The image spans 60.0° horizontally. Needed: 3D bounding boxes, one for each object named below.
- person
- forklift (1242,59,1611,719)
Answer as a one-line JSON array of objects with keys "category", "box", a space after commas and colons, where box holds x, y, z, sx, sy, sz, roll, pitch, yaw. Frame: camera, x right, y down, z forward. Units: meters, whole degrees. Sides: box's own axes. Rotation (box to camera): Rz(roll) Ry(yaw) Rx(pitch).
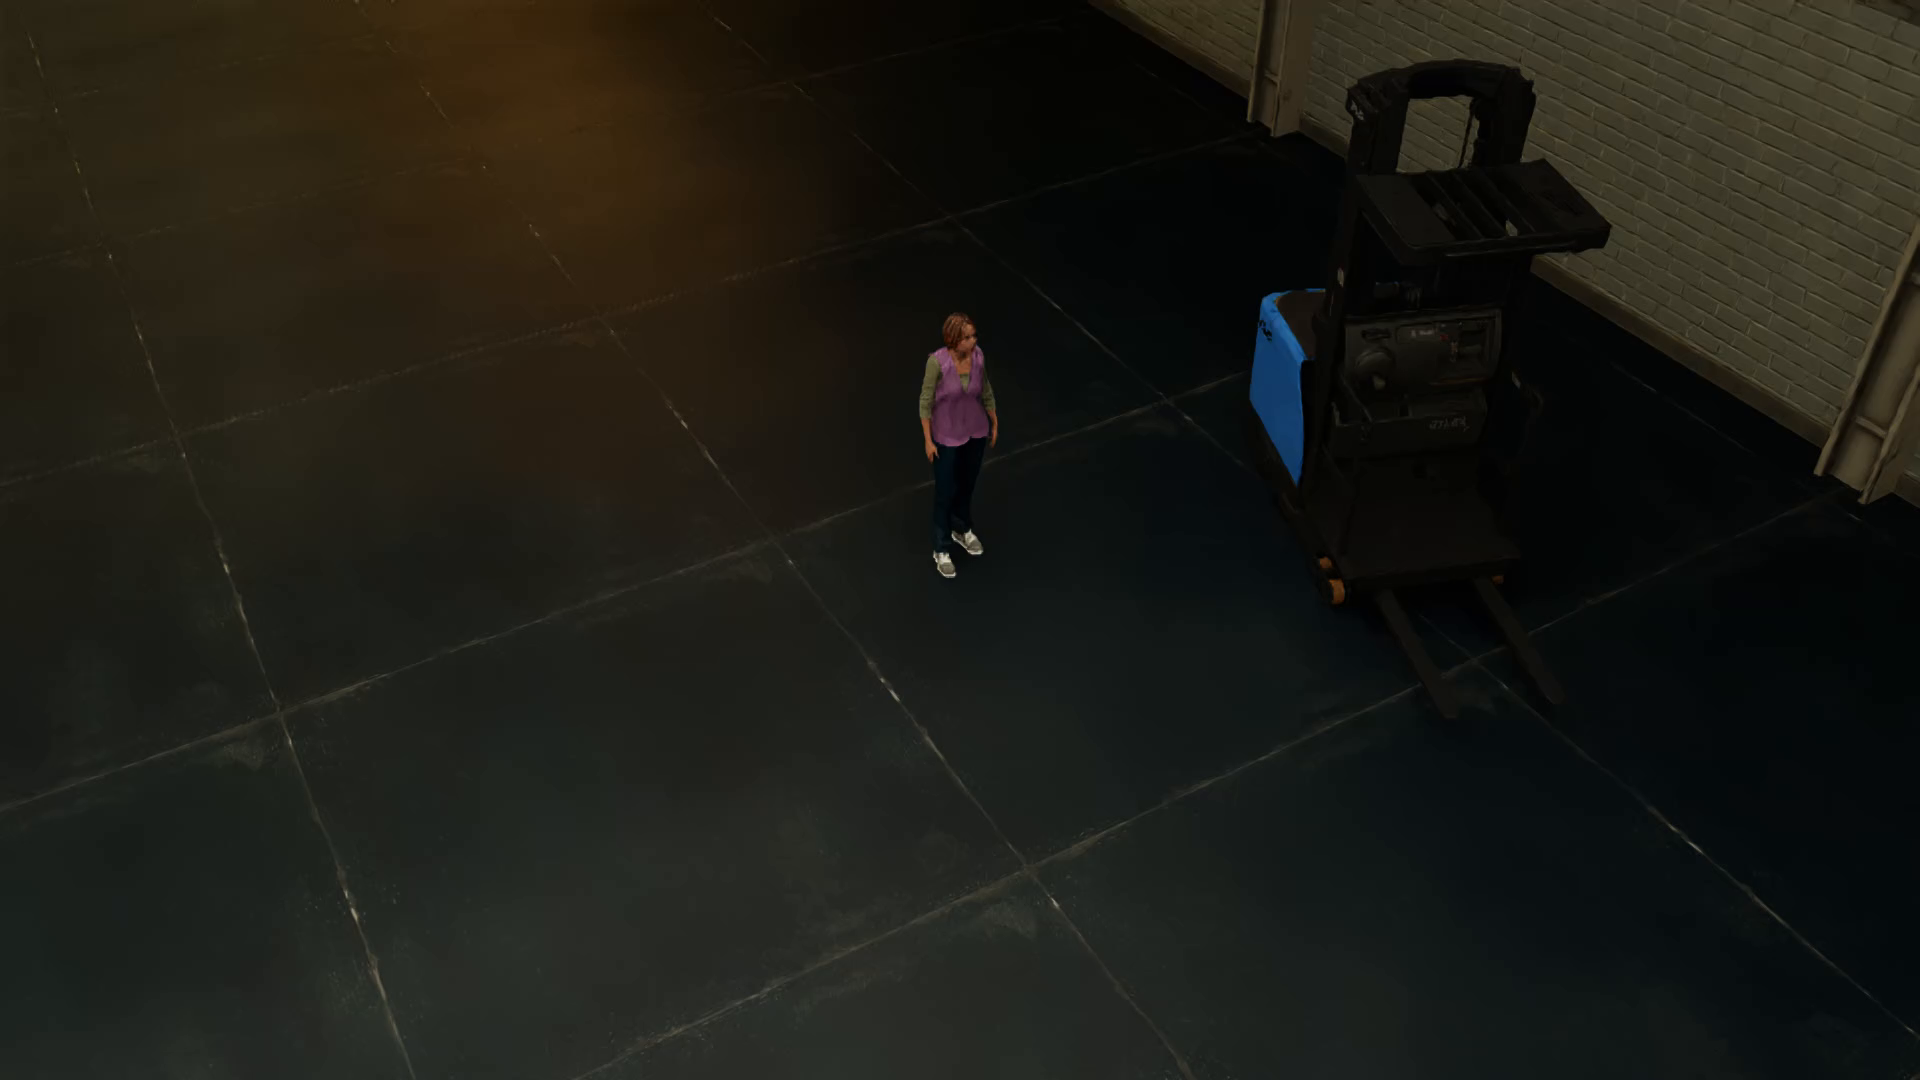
[{"category": "person", "box": [0.025, -0.575, 9.763, 0.520, 1.597, 0.474, -20, 44, -23]}, {"category": "forklift", "box": [2.657, -0.996, 9.237, 1.130, 2.935, 3.031, -7, 40, -8]}]
